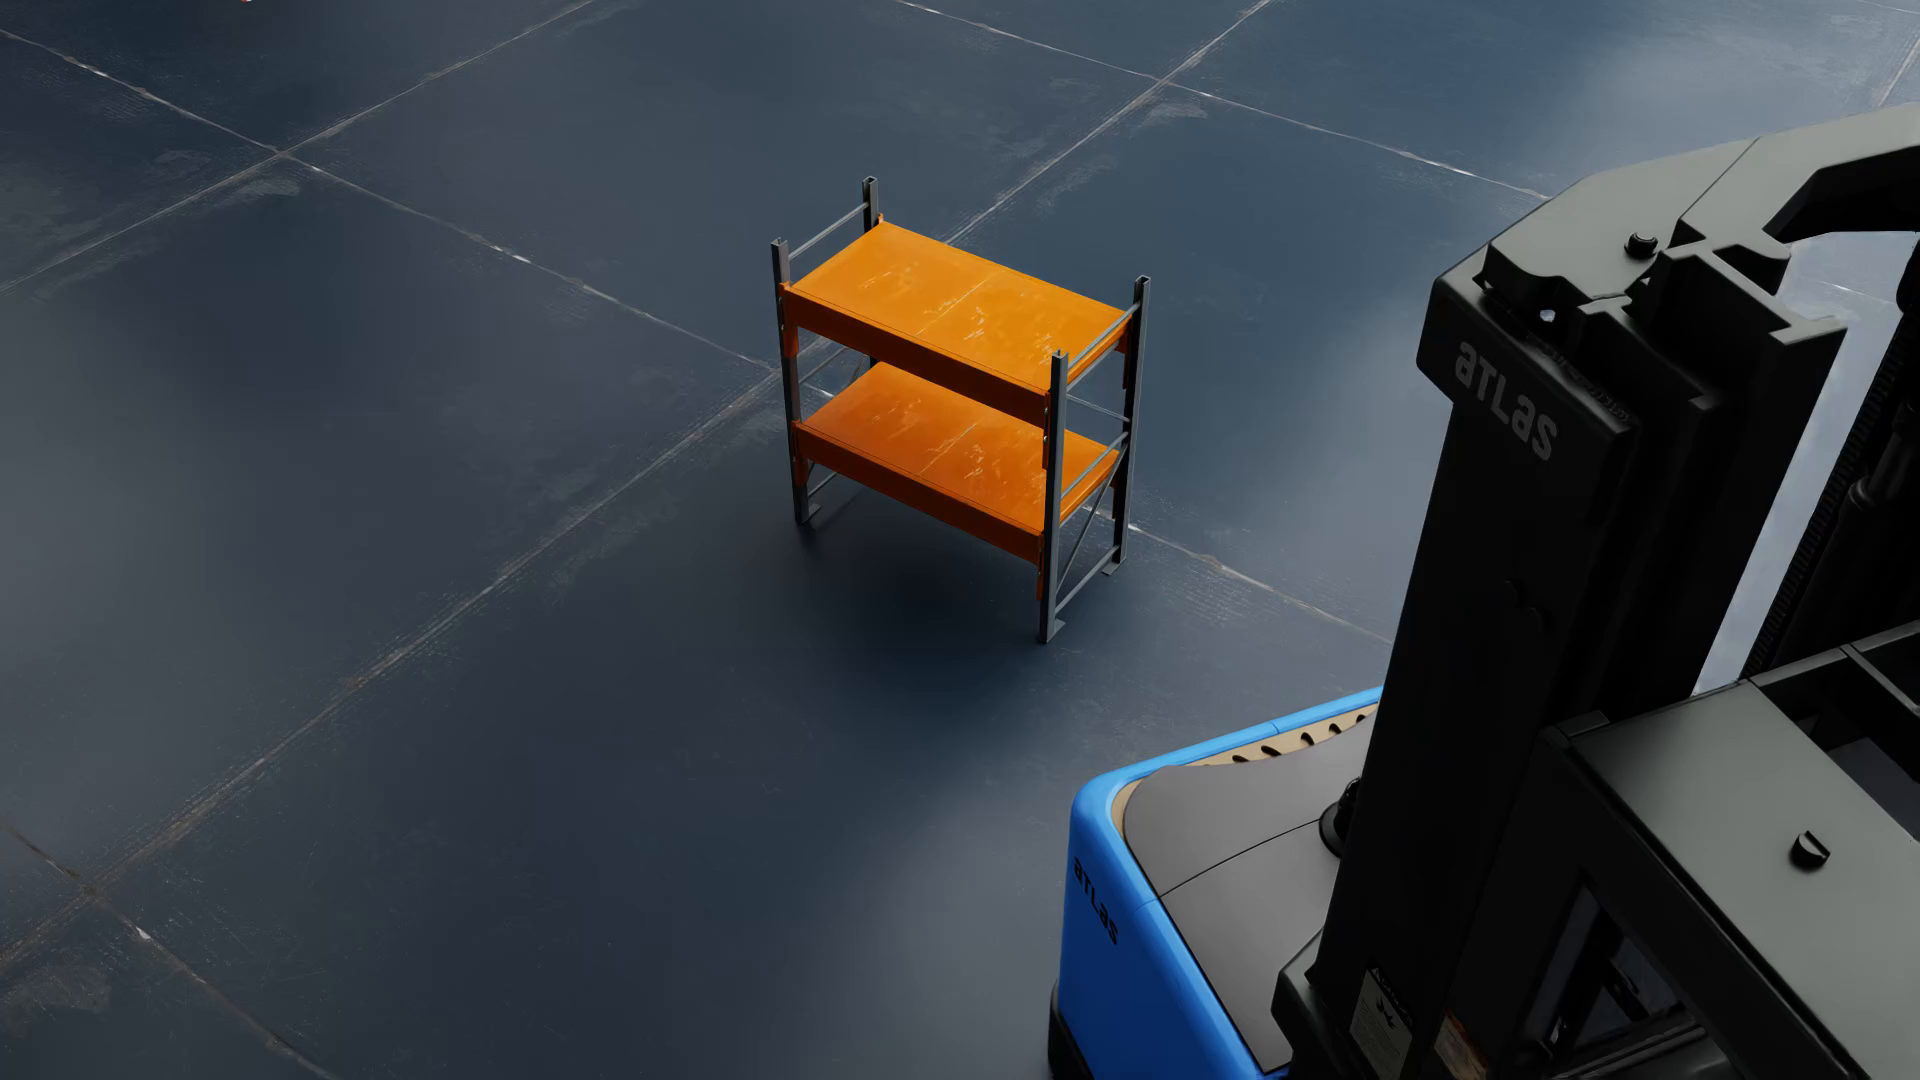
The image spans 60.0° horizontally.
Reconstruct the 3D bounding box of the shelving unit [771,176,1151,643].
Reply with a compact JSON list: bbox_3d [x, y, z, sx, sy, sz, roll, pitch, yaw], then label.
[{"bbox_3d":[-0.006,-0.422,5.375,1.048,1.125,0.538,25,48,25],"label":"shelving unit"}]

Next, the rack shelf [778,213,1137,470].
[{"bbox_3d":[-0.006,-0.640,5.180,1.000,0.278,0.538,25,48,25],"label":"rack shelf"}]

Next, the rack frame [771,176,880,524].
[{"bbox_3d":[-0.422,-0.616,5.592,0.032,1.125,0.500,25,48,25],"label":"rack frame"}]

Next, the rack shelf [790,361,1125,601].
[{"bbox_3d":[-0.006,-0.240,5.538,1.000,0.278,0.538,25,48,25],"label":"rack shelf"}]

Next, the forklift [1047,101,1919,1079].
[{"bbox_3d":[1.240,1.023,2.406,1.130,2.935,3.031,-15,44,-16],"label":"forklift"}]

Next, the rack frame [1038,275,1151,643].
[{"bbox_3d":[0.411,-0.227,5.157,0.032,1.125,0.500,25,48,25],"label":"rack frame"}]
